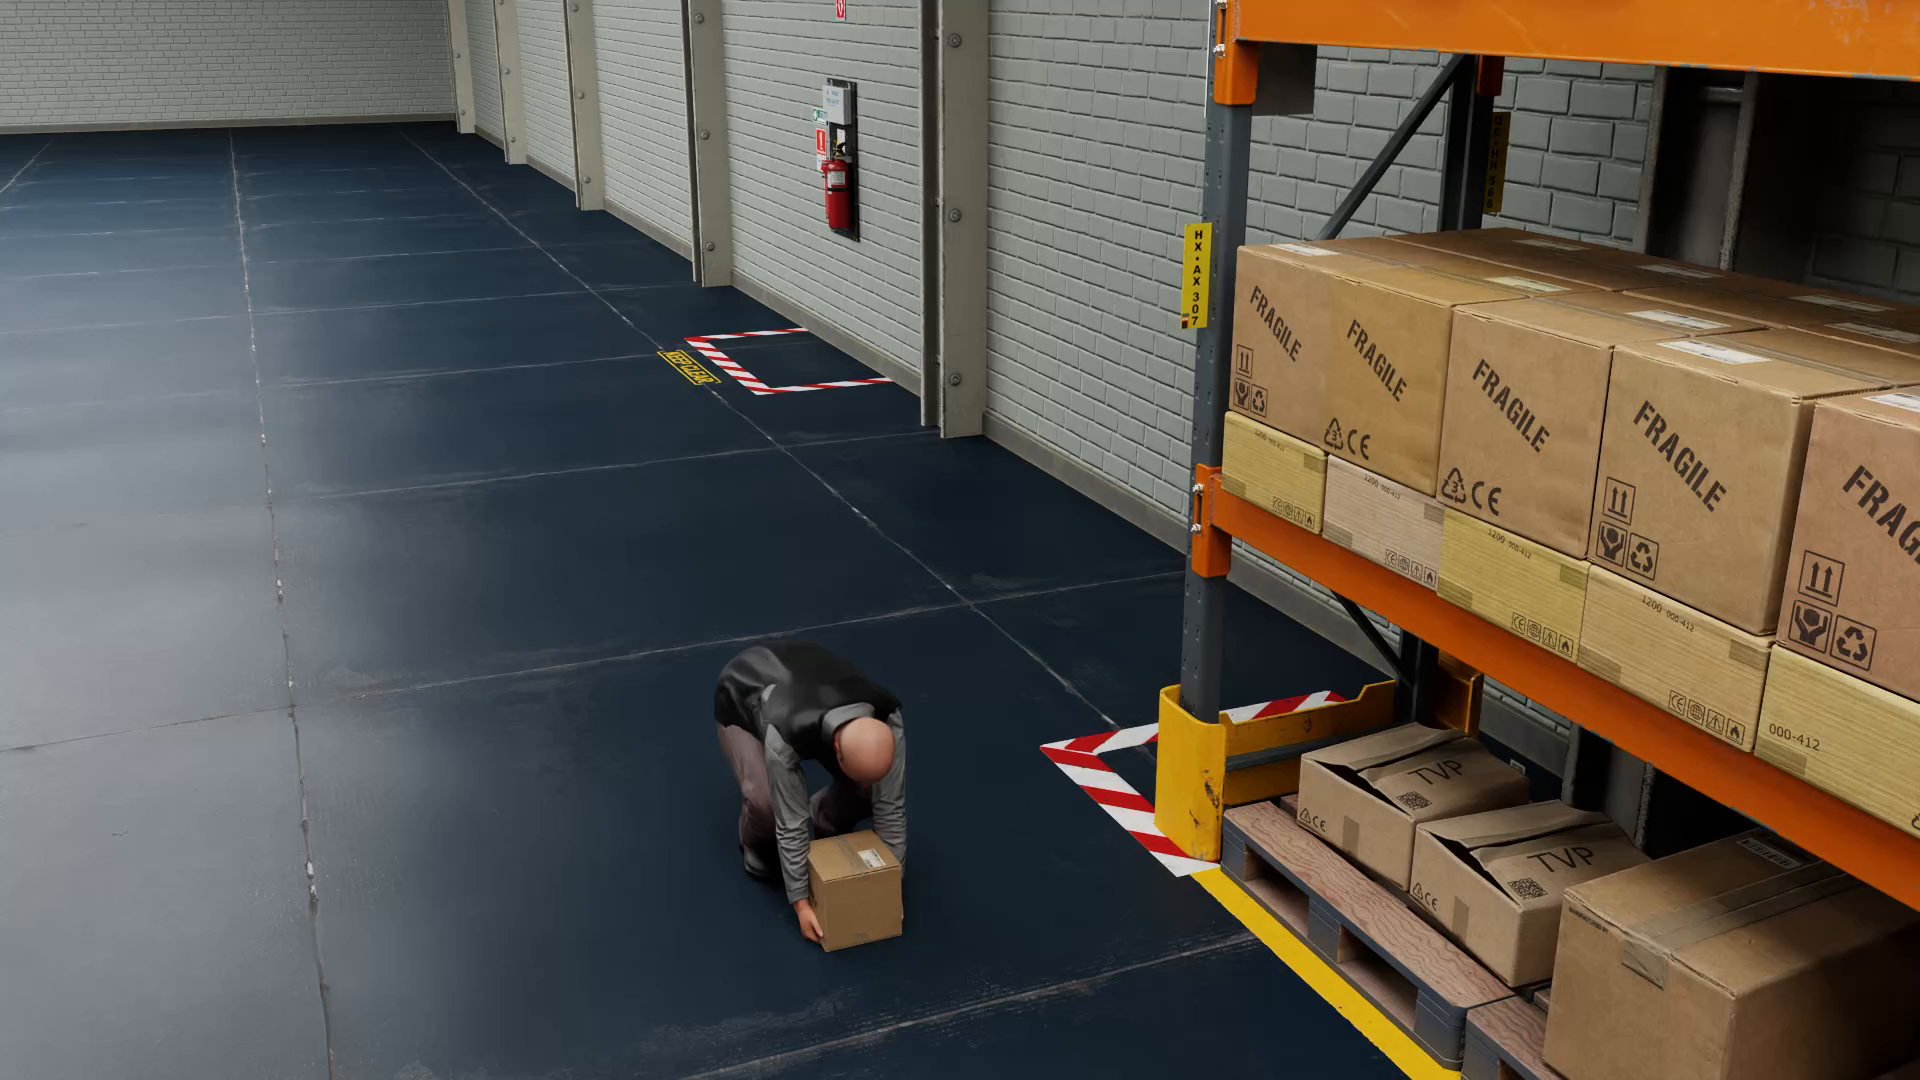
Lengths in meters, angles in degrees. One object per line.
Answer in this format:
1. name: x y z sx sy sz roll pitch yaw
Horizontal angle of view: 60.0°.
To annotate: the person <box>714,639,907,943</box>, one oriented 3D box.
1. person: -0.468 0.755 5.374 0.505 0.794 0.943 -8 20 -23
